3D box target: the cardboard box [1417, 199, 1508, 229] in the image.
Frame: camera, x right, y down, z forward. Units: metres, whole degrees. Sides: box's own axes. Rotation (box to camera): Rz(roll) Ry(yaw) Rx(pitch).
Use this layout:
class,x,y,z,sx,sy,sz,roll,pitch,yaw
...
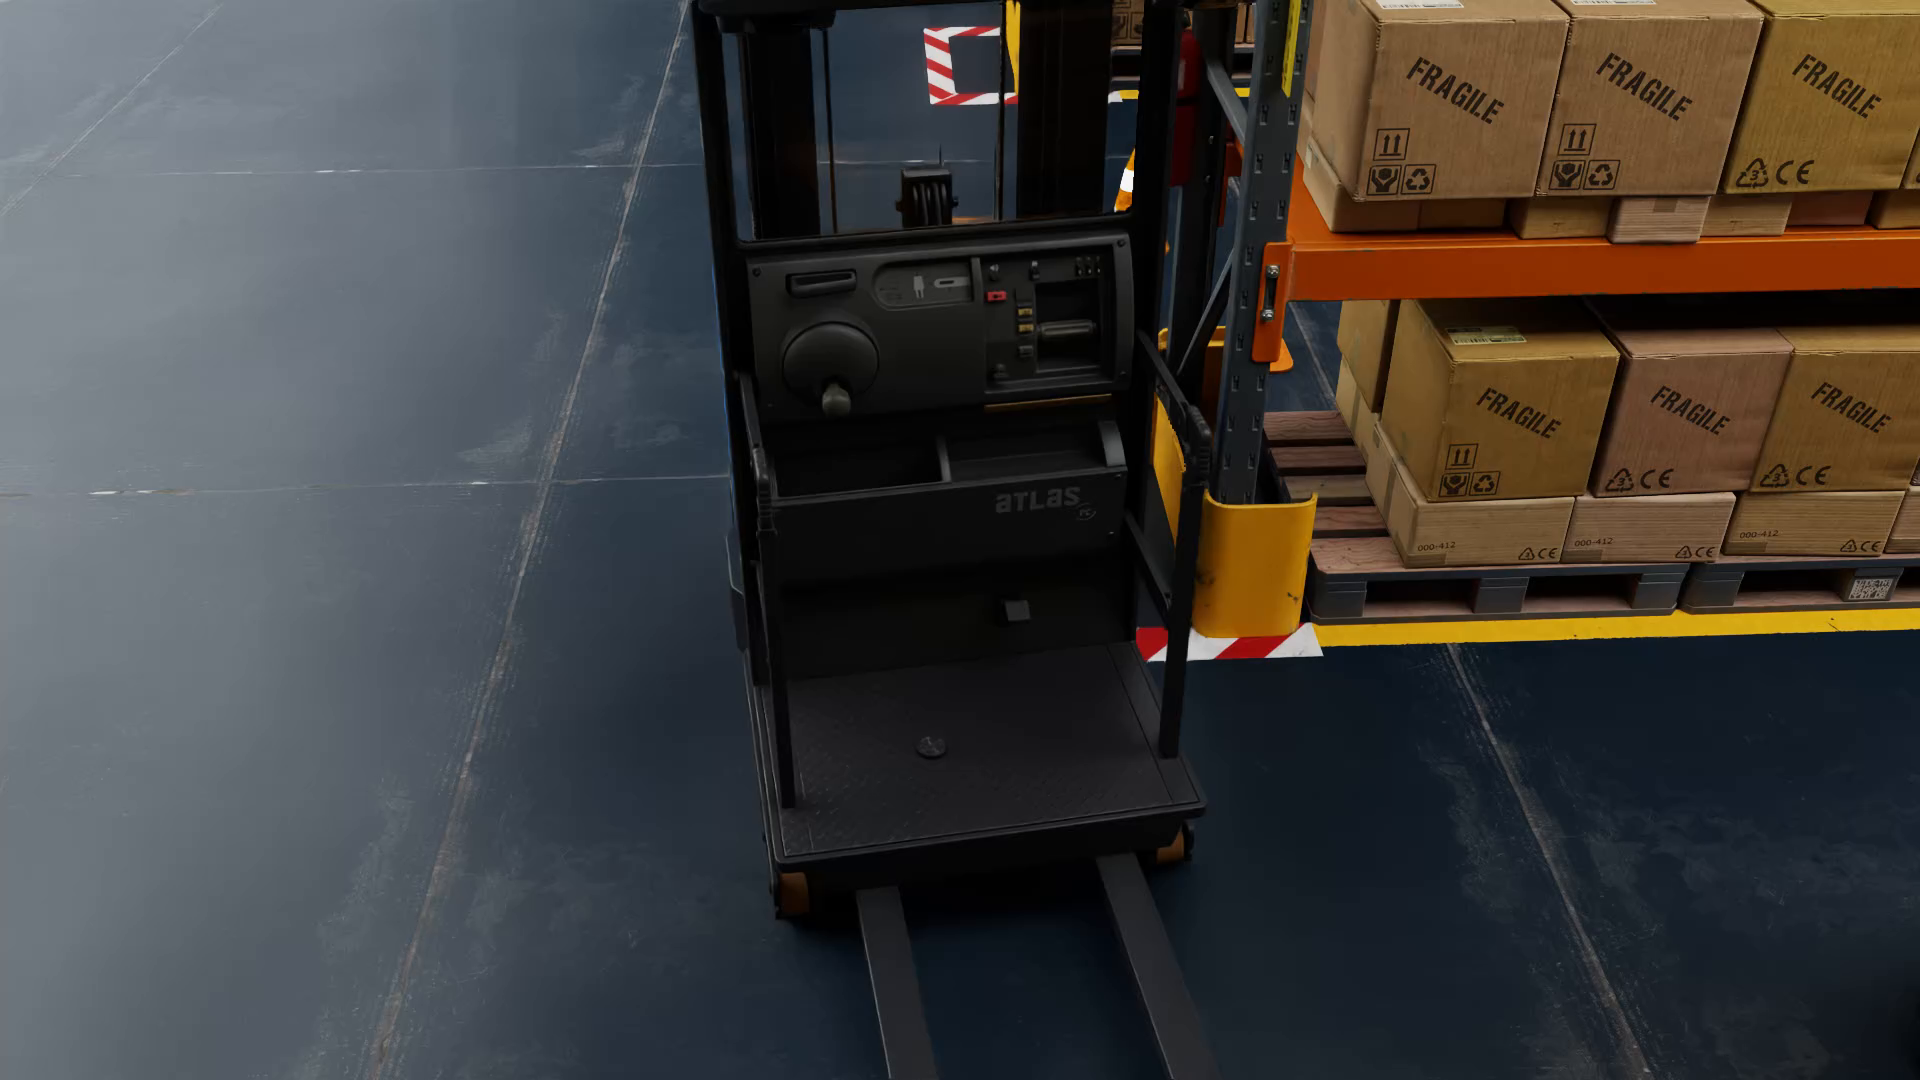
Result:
class,x,y,z,sx,sy,sz,roll,pitch,yaw
cardboard box,1.420,-1.057,4.862,0.250,0.149,0.380,-1,35,-2

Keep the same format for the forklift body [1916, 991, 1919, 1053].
class,x,y,z,sx,sy,sz,roll,pitch,yaw
forklift body,2.866,0.829,2.663,1.214,2.155,2.313,-2,35,-2

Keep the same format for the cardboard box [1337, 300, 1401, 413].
class,x,y,z,sx,sy,sz,roll,pitch,yaw
cardboard box,1.607,-0.774,5.621,0.500,0.500,0.500,-1,35,-2

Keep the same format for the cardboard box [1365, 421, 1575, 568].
class,x,y,z,sx,sy,sz,roll,pitch,yaw
cardboard box,1.638,-0.160,5.393,0.500,0.250,0.500,-2,35,-3

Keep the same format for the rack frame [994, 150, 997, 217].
class,x,y,z,sx,sy,sz,roll,pitch,yaw
rack frame,0.125,-0.731,5.752,0.006,1.200,0.240,-2,35,-3

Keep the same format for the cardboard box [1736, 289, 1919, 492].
class,x,y,z,sx,sy,sz,roll,pitch,yaw
cardboard box,2.685,-0.495,5.218,0.500,0.500,0.500,-1,35,-1

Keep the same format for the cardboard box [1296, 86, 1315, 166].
class,x,y,z,sx,sy,sz,roll,pitch,yaw
cardboard box,1.183,-1.282,5.187,0.250,0.149,0.380,0,35,-1

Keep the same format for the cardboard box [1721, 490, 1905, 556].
class,x,y,z,sx,sy,sz,roll,pitch,yaw
cardboard box,2.693,-0.192,5.438,0.500,0.250,0.500,1,35,1

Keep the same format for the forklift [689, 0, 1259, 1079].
class,x,y,z,sx,sy,sz,roll,pitch,yaw
forklift,0.004,-0.455,3.832,1.130,2.935,3.031,-6,35,-9

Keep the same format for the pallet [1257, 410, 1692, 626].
class,x,y,z,sx,sy,sz,roll,pitch,yaw
pallet,1.708,-0.111,5.725,1.213,0.211,1.003,-2,35,-2

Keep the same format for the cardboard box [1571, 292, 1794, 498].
class,x,y,z,sx,sy,sz,roll,pitch,yaw
cardboard box,2.184,-0.486,5.205,0.500,0.500,0.500,-3,35,-4

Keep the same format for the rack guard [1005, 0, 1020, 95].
class,x,y,z,sx,sy,sz,roll,pitch,yaw
rack guard,0.460,-3.036,9.698,0.348,0.500,1.175,-2,35,-2

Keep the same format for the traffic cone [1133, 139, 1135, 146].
class,x,y,z,sx,sy,sz,roll,pitch,yaw
traffic cone,1.082,-2.229,8.564,0.334,0.463,0.336,-2,35,-2

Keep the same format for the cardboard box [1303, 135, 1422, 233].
class,x,y,z,sx,sy,sz,roll,pitch,yaw
cardboard box,1.168,-1.042,4.840,0.250,0.149,0.380,-1,35,-2

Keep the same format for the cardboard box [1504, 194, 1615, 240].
class,x,y,z,sx,sy,sz,roll,pitch,yaw
cardboard box,1.689,-1.018,4.806,0.250,0.149,0.380,-3,35,-4

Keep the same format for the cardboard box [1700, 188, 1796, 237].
class,x,y,z,sx,sy,sz,roll,pitch,yaw
cardboard box,2.201,-1.025,4.815,0.250,0.149,0.380,-1,35,-1

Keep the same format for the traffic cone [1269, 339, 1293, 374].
class,x,y,z,sx,sy,sz,roll,pitch,yaw
traffic cone,1.188,-0.955,6.724,0.334,0.463,0.336,-2,35,-2

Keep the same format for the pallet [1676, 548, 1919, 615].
class,x,y,z,sx,sy,sz,roll,pitch,yaw
pallet,2.924,-0.142,5.770,1.213,0.211,1.003,-2,35,-2

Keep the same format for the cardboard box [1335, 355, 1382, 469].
class,x,y,z,sx,sy,sz,roll,pitch,yaw
cardboard box,1.638,-0.471,5.842,0.500,0.250,0.500,-2,35,-2

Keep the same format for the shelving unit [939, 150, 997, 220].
class,x,y,z,sx,sy,sz,roll,pitch,yaw
shelving unit,0.033,-0.728,5.747,0.189,1.200,0.258,-2,35,-3

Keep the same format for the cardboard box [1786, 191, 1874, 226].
class,x,y,z,sx,sy,sz,roll,pitch,yaw
cardboard box,2.462,-1.066,4.875,0.250,0.149,0.380,0,35,-1

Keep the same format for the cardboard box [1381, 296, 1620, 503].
class,x,y,z,sx,sy,sz,roll,pitch,yaw
cardboard box,1.662,-0.470,5.181,0.500,0.500,0.500,-3,35,-4

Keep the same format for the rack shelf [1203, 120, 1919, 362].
class,x,y,z,sx,sy,sz,roll,pitch,yaw
rack shelf,2.817,-1.012,5.208,4.000,0.370,1.077,-2,35,-2

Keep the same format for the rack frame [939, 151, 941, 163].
class,x,y,z,sx,sy,sz,roll,pitch,yaw
rack frame,-0.058,-0.724,5.742,0.006,1.200,0.240,-2,35,-3

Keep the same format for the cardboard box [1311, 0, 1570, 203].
class,x,y,z,sx,sy,sz,roll,pitch,yaw
cardboard box,1.305,-1.272,4.603,0.500,0.500,0.500,-2,35,-3

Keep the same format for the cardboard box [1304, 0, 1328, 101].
class,x,y,z,sx,sy,sz,roll,pitch,yaw
cardboard box,1.348,-1.588,5.060,0.500,0.500,0.500,-2,35,-3

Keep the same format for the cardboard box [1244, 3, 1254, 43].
class,x,y,z,sx,sy,sz,roll,pitch,yaw
cardboard box,2.037,-3.444,9.589,0.875,0.875,0.875,-2,35,-3

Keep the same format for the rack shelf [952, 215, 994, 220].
class,x,y,z,sx,sy,sz,roll,pitch,yaw
rack shelf,0.033,-0.988,5.568,0.180,0.103,0.258,-2,35,-3

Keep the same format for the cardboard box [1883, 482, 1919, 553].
class,x,y,z,sx,sy,sz,roll,pitch,yaw
cardboard box,3.197,-0.204,5.456,0.500,0.250,0.500,-1,35,-1

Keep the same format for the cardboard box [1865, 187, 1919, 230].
class,x,y,z,sx,sy,sz,roll,pitch,yaw
cardboard box,2.727,-1.056,4.861,0.250,0.149,0.380,-2,35,-3

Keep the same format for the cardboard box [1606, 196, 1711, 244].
class,x,y,z,sx,sy,sz,roll,pitch,yaw
cardboard box,1.944,-0.999,4.778,0.250,0.149,0.380,-1,35,-1

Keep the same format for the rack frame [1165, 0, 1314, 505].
class,x,y,z,sx,sy,sz,roll,pitch,yaw
rack frame,0.819,-1.254,4.926,0.127,3.000,1.000,-2,35,-2

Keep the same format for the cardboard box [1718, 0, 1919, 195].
class,x,y,z,sx,sy,sz,roll,pitch,yaw
cardboard box,2.332,-1.302,4.647,0.500,0.500,0.500,-2,35,-3

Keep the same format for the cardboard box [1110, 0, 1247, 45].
class,x,y,z,sx,sy,sz,roll,pitch,yaw
cardboard box,1.158,-3.420,9.553,0.875,0.875,0.875,-1,35,-2

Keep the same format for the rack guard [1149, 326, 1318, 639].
class,x,y,z,sx,sy,sz,roll,pitch,yaw
rack guard,0.895,-0.228,5.640,0.348,0.500,1.175,-2,35,-2

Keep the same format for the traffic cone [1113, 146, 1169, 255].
class,x,y,z,sx,sy,sz,roll,pitch,yaw
traffic cone,0.796,-1.577,7.622,0.334,0.463,0.336,-2,35,-2

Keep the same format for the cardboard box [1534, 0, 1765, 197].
class,x,y,z,sx,sy,sz,roll,pitch,yaw
cardboard box,1.823,-1.288,4.626,0.500,0.500,0.500,-1,35,-1

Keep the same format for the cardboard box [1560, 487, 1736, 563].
class,x,y,z,sx,sy,sz,roll,pitch,yaw
cardboard box,2.148,-0.170,5.407,0.500,0.250,0.500,0,35,-1

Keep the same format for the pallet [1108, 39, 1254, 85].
class,x,y,z,sx,sy,sz,roll,pitch,yaw
pallet,1.279,-2.984,9.876,1.213,0.211,1.003,-2,35,-2

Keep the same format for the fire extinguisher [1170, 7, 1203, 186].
class,x,y,z,sx,sy,sz,roll,pitch,yaw
fire extinguisher,0.683,-1.481,5.322,0.183,0.674,0.296,-2,35,-2

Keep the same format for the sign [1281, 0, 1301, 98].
class,x,y,z,sx,sy,sz,roll,pitch,yaw
sign,0.845,-1.301,4.234,0.005,0.325,0.100,-2,35,-2

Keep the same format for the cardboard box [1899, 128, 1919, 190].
class,x,y,z,sx,sy,sz,roll,pitch,yaw
cardboard box,2.839,-1.321,4.673,0.500,0.500,0.500,-2,35,-3

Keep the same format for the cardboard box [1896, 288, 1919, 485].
class,x,y,z,sx,sy,sz,roll,pitch,yaw
cardboard box,3.219,-0.514,5.245,0.500,0.500,0.500,0,35,0
